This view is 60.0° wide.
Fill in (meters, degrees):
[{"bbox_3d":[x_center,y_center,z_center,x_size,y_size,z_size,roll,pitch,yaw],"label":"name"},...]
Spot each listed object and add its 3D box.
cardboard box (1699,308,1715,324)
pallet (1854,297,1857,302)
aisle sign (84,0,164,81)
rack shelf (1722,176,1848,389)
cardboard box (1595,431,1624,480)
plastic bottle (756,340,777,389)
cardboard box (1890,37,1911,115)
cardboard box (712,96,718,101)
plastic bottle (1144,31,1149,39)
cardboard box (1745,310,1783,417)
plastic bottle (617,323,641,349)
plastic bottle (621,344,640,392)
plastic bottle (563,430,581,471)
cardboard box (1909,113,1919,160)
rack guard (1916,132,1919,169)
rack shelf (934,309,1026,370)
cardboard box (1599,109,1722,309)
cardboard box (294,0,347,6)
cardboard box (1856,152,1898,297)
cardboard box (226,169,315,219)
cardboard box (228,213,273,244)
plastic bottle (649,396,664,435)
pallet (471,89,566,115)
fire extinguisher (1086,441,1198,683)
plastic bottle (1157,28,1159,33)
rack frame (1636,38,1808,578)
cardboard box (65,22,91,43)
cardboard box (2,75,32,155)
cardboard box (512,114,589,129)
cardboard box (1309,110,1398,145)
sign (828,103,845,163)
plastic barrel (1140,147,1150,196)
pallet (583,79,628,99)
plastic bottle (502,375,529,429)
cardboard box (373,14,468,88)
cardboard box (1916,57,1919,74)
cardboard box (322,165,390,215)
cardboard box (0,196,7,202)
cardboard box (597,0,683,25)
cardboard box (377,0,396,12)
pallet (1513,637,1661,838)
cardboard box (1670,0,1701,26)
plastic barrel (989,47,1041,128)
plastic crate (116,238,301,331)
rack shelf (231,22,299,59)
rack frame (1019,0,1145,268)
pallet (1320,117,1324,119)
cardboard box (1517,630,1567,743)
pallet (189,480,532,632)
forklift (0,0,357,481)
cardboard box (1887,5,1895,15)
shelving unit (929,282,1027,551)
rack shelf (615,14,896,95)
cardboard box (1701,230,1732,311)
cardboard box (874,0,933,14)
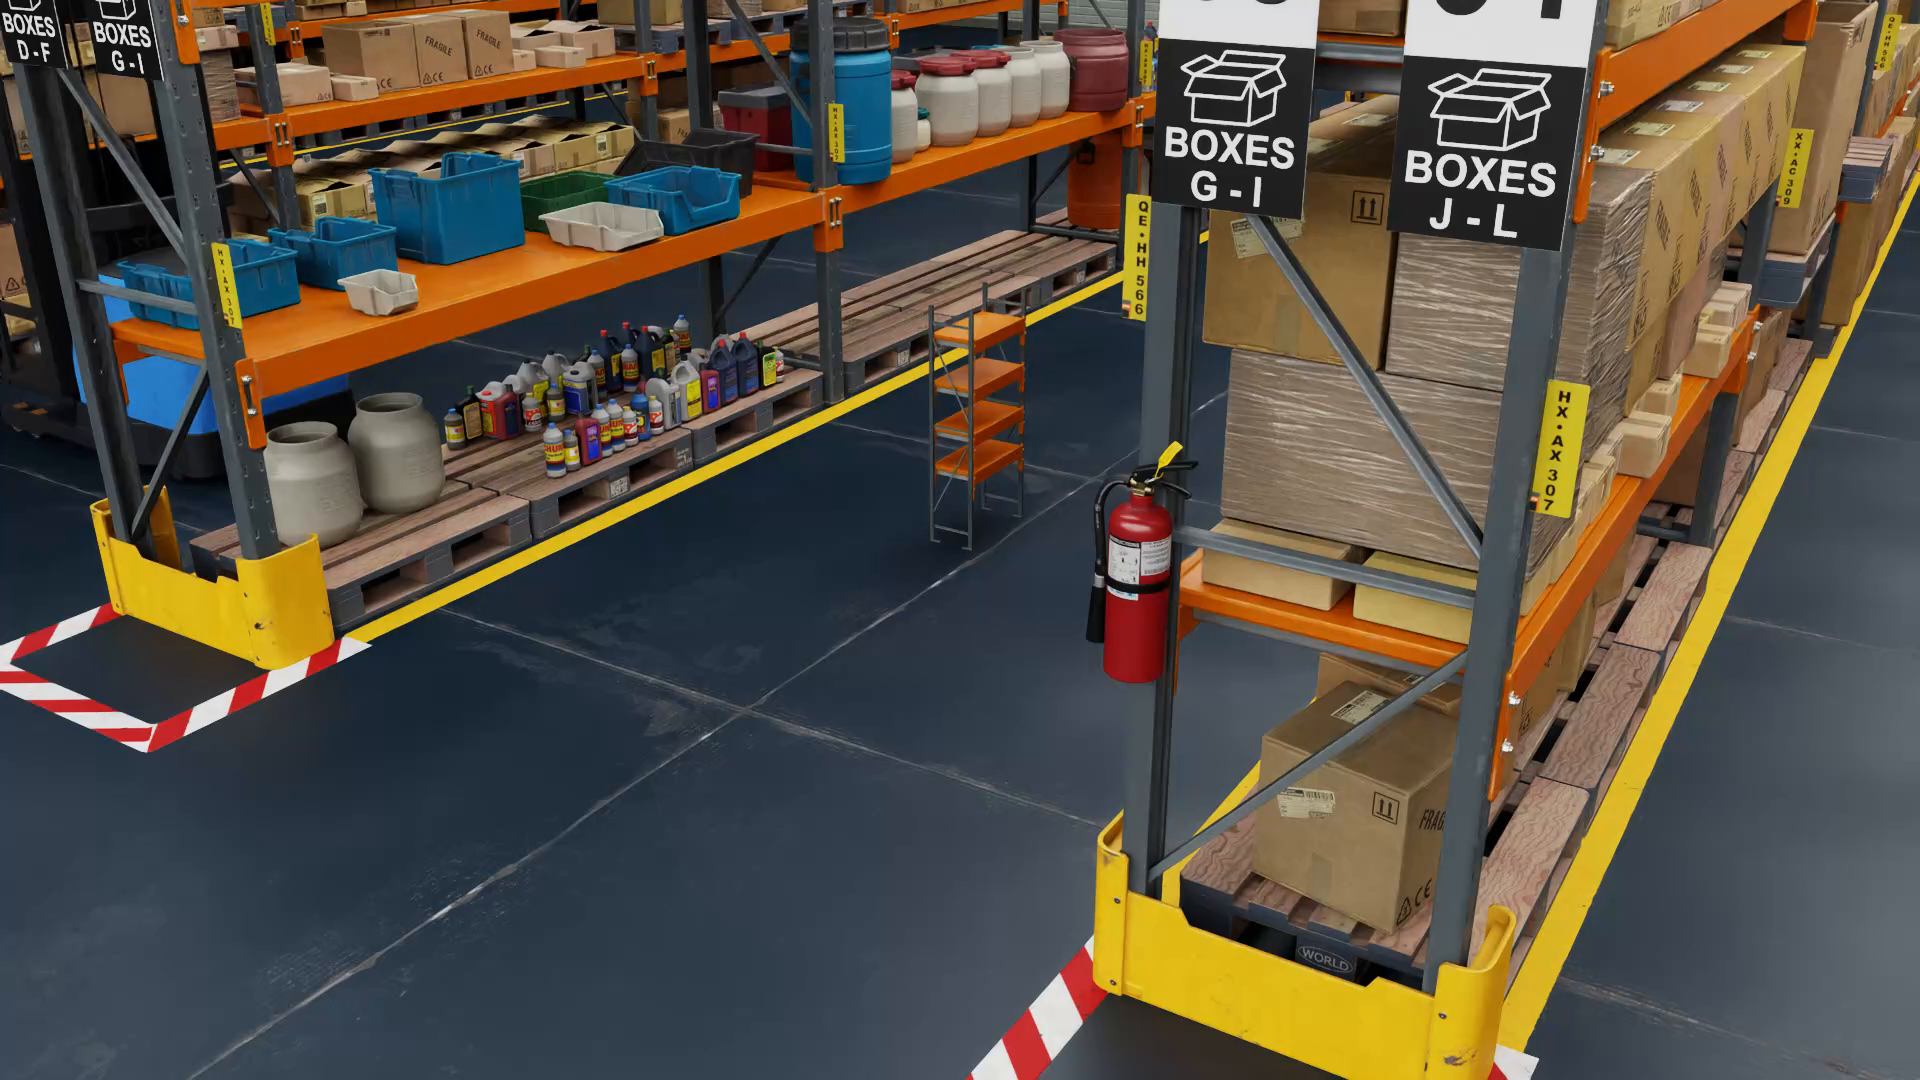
[{"bbox_3d":[2.854,-0.874,6.809,0.380,0.149,0.250,14,27,29],"label":"cardboard box"},{"bbox_3d":[6.275,-2.008,12.623,1.003,0.211,1.213,14,27,29],"label":"pallet"},{"bbox_3d":[-3.066,-2.073,5.990,0.394,0.787,0.004,14,27,29],"label":"aisle sign"},{"bbox_3d":[4.096,-1.622,9.127,1.077,0.370,4.000,14,27,29],"label":"rack shelf"},{"bbox_3d":[1.938,-0.282,5.441,0.380,0.149,0.250,14,27,29],"label":"cardboard box"},{"bbox_3d":[-1.140,-1.039,9.740,0.061,0.283,0.133,15,28,32],"label":"plastic bottle"},{"bbox_3d":[6.710,-3.465,12.352,0.500,0.500,0.500,14,27,28],"label":"cardboard box"},{"bbox_3d":[-2.240,-4.199,16.767,0.500,0.500,0.500,13,27,28],"label":"cardboard box"},{"bbox_3d":[1.616,-4.318,14.596,0.061,0.283,0.133,14,27,29],"label":"plastic bottle"},{"bbox_3d":[4.240,-1.069,9.537,0.700,0.500,0.500,16,28,33],"label":"cardboard box"},{"bbox_3d":[-1.945,-1.116,9.833,0.144,0.351,0.185,15,27,30],"label":"plastic bottle"},{"bbox_3d":[-1.919,-1.005,9.677,0.097,0.271,0.097,0,23,0],"label":"plastic bottle"},{"bbox_3d":[-2.001,-0.465,8.516,0.097,0.201,0.097,0,23,0],"label":"plastic bottle"},{"bbox_3d":[9.101,-4.312,16.582,0.875,0.875,0.875,14,27,29],"label":"cardboard box"},{"bbox_3d":[9.384,-4.189,17.296,1.175,0.500,0.348,14,27,29],"label":"rack guard"},{"bbox_3d":[0.087,-0.967,7.985,0.258,0.148,0.480,14,27,29],"label":"rack shelf"},{"bbox_3d":[1.985,-1.033,5.103,0.500,0.500,0.500,14,27,29],"label":"cardboard box"},{"bbox_3d":[-7.000,-6.043,17.909,0.500,0.500,0.500,15,27,30],"label":"cardboard box"},{"bbox_3d":[6.009,-2.373,12.102,1.225,0.875,0.875,14,27,29],"label":"cardboard box"},{"bbox_3d":[-5.403,-2.740,13.029,0.500,0.311,0.500,14,27,29],"label":"cardboard box"},{"bbox_3d":[-5.401,-2.486,13.150,0.500,0.250,0.500,14,27,28],"label":"cardboard box"},{"bbox_3d":[-1.661,-0.682,9.018,0.097,0.201,0.097,0,23,0],"label":"plastic bottle"},{"bbox_3d":[-5.707,-5.536,20.772,1.003,0.211,1.213,14,27,29],"label":"pallet"},{"bbox_3d":[0.479,0.050,4.456,0.296,0.674,0.183,14,27,29],"label":"fire extinguisher"},{"bbox_3d":[1.790,-4.456,14.929,0.097,0.271,0.097,0,23,0],"label":"plastic bottle"},{"bbox_3d":[3.041,-1.277,7.425,1.000,3.000,0.127,14,27,29],"label":"rack frame"},{"bbox_3d":[-6.132,-3.505,10.812,0.700,0.500,0.500,14,27,29],"label":"cardboard box"},{"bbox_3d":[-6.412,-2.728,10.651,0.700,0.500,0.500,15,27,31],"label":"cardboard box"},{"bbox_3d":[-3.789,-3.778,15.427,0.500,0.311,0.500,15,28,31],"label":"cardboard box"},{"bbox_3d":[1.270,-0.976,4.970,0.500,0.500,0.500,14,27,29],"label":"cardboard box"},{"bbox_3d":[-0.705,-2.323,9.493,0.100,0.325,0.005,14,27,29],"label":"sign"},{"bbox_3d":[1.409,-3.094,14.225,0.421,0.512,0.421,0,23,0],"label":"plastic barrel"},{"bbox_3d":[-4.896,-6.052,21.965,1.003,0.211,1.213,14,27,29],"label":"pallet"},{"bbox_3d":[-2.451,-0.755,9.093,0.152,0.276,0.135,13,27,28],"label":"plastic bottle"},{"bbox_3d":[-4.412,-4.003,13.596,0.500,0.500,0.500,14,27,29],"label":"cardboard box"},{"bbox_3d":[7.976,-4.070,14.192,0.380,0.149,0.250,15,28,31],"label":"cardboard box"},{"bbox_3d":[-4.675,-2.798,13.164,0.500,0.311,0.500,14,27,28],"label":"cardboard box"},{"bbox_3d":[-6.673,-2.032,11.157,0.500,0.500,0.500,14,27,29],"label":"cardboard box"},{"bbox_3d":[-3.027,-5.179,15.784,0.700,0.500,0.500,5,24,11],"label":"cardboard box"},{"bbox_3d":[-6.593,-6.053,18.748,0.380,0.149,0.250,15,27,30],"label":"cardboard box"},{"bbox_3d":[2.074,0.650,6.483,1.003,0.211,1.213,14,27,29],"label":"pallet"},{"bbox_3d":[1.672,-1.519,4.396,0.500,0.250,0.500,13,27,28],"label":"cardboard box"},{"bbox_3d":[0.360,-3.183,11.685,0.421,0.512,0.421,0,23,0],"label":"plastic barrel"},{"bbox_3d":[-3.267,-1.129,7.269,0.499,0.251,0.616,14,27,29],"label":"plastic crate"},{"bbox_3d":[-8.529,-4.736,16.321,1.077,0.370,4.000,14,27,29],"label":"rack shelf"},{"bbox_3d":[0.943,-3.665,12.941,1.000,3.000,0.127,14,27,29],"label":"rack frame"},{"bbox_3d":[4.051,-4.405,18.161,1.003,0.211,1.213,14,27,29],"label":"pallet"},{"bbox_3d":[1.907,0.404,6.160,0.500,0.500,0.500,17,29,34],"label":"cardboard box"},{"bbox_3d":[-2.844,0.006,7.971,1.003,0.211,1.213,14,27,29],"label":"pallet"},{"bbox_3d":[-4.976,-2.096,9.402,3.031,2.935,1.130,15,27,31],"label":"forklift"},{"bbox_3d":[6.559,-4.037,12.412,0.797,0.503,0.637,14,27,30],"label":"cardboard box"},{"bbox_3d":[0.087,-0.606,8.141,0.258,1.200,0.503,14,27,29],"label":"shelving unit"},{"bbox_3d":[-2.208,-5.050,17.044,1.077,0.370,4.000,14,27,29],"label":"rack shelf"},{"bbox_3d":[2.751,-1.321,7.025,0.875,0.500,0.500,14,27,29],"label":"cardboard box"},{"bbox_3d":[-0.653,-6.216,18.706,0.500,0.500,0.500,15,27,30],"label":"cardboard box"}]
